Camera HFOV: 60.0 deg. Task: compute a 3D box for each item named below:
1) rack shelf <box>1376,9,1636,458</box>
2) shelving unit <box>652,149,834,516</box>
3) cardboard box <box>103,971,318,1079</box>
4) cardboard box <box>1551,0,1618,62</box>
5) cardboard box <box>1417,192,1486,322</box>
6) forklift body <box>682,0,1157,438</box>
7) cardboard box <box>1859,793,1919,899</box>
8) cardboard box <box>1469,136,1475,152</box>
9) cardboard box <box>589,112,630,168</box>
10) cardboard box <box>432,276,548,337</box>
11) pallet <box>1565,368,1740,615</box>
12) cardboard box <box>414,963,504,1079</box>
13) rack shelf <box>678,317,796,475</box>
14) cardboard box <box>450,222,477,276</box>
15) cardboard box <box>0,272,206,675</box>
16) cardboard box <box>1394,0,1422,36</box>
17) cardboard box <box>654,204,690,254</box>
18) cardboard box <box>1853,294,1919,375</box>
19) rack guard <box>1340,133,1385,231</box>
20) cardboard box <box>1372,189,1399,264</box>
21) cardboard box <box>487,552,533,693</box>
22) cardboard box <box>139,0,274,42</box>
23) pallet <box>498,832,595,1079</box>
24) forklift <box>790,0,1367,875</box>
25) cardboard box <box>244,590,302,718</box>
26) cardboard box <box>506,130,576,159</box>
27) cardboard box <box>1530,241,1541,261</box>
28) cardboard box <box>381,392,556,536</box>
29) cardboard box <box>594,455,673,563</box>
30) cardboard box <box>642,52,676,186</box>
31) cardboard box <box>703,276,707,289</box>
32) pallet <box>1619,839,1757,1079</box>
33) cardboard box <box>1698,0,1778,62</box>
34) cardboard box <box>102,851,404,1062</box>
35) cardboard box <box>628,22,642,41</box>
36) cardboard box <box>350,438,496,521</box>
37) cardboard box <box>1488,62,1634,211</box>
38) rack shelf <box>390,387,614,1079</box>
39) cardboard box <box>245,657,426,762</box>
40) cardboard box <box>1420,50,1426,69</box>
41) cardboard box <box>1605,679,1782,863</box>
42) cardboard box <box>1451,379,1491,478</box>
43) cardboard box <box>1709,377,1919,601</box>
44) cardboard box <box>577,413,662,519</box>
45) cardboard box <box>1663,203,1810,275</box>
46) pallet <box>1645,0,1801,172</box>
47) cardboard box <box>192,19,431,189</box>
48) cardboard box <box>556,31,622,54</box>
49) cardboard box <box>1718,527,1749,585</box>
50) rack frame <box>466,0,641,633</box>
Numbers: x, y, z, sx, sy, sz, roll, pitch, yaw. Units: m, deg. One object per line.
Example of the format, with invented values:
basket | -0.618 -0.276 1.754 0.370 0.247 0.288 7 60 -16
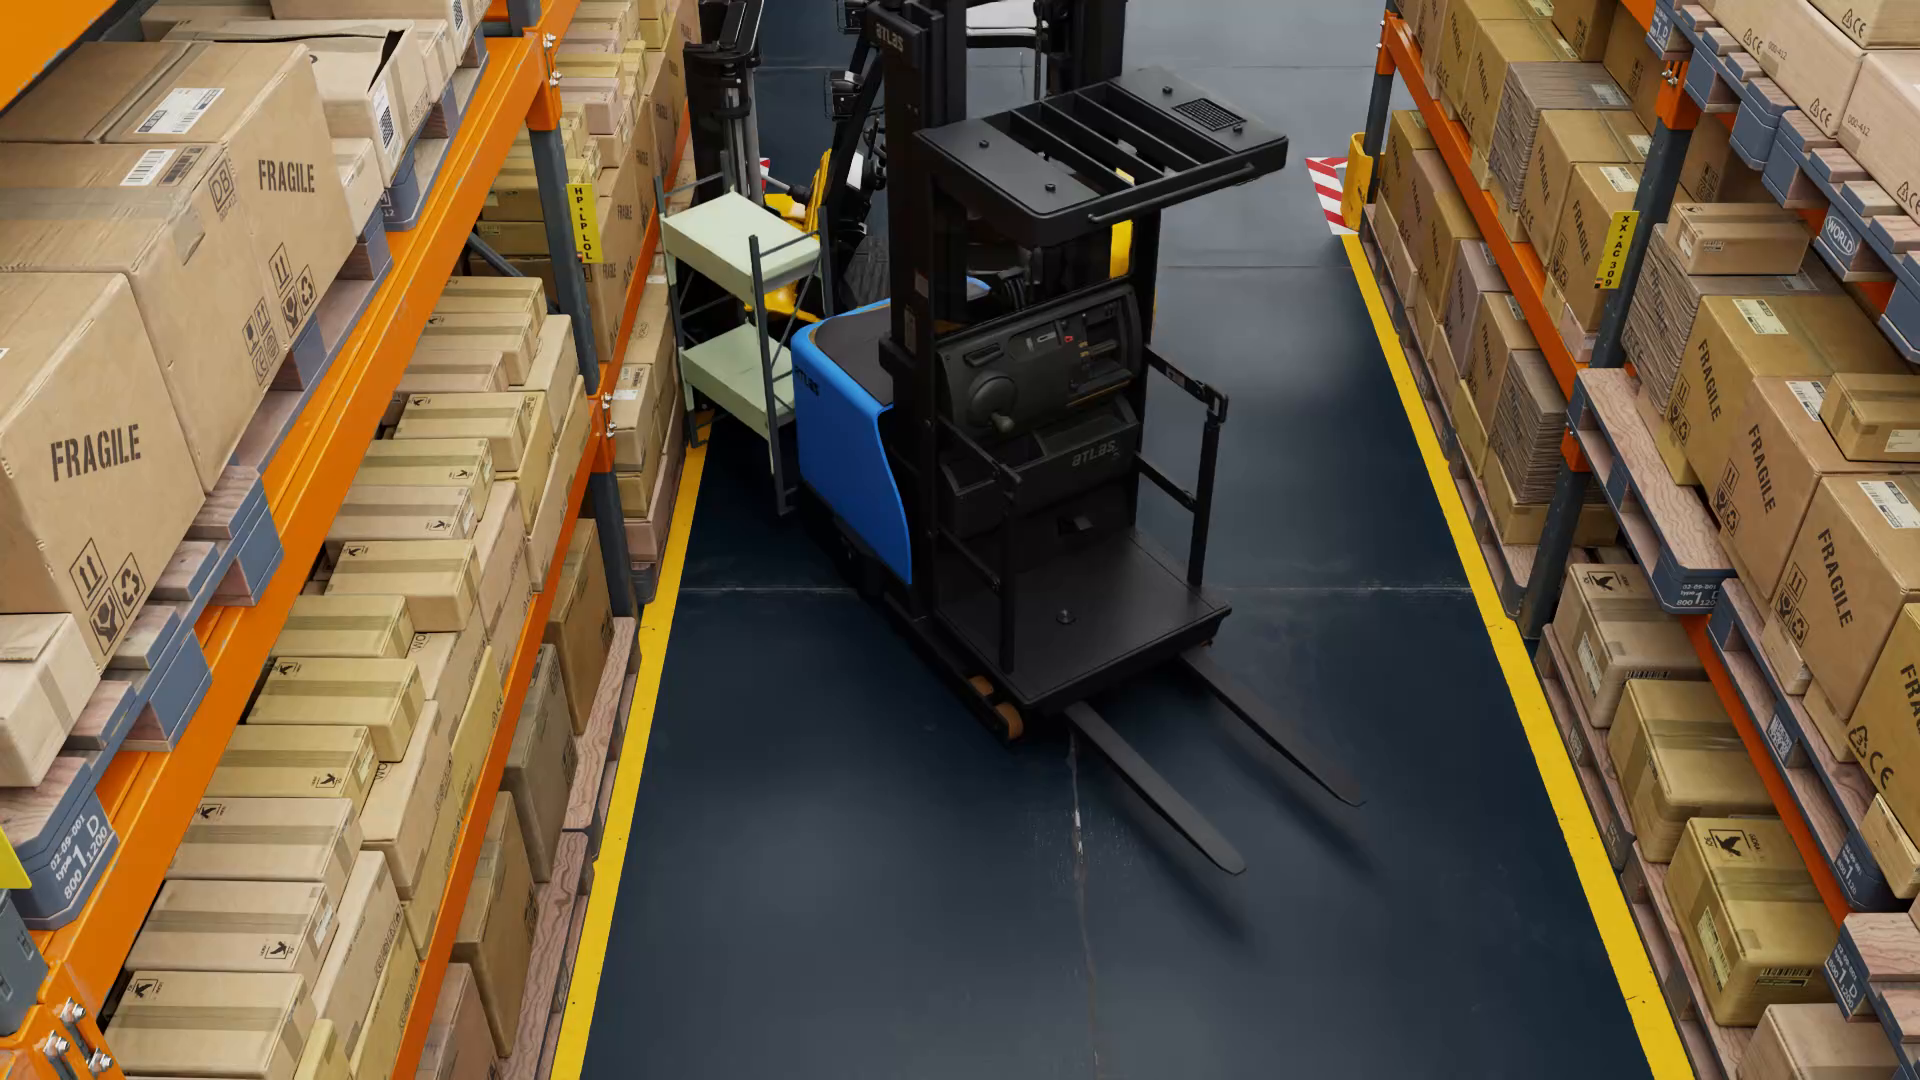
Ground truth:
rack shelf | 3.016 -1.728 8.329 1.077 0.370 4.000 0 39 0
shelving unit | -0.970 -0.956 7.807 0.431 1.500 0.755 -30 48 -30
cardboard box | -1.648 1.090 3.638 0.380 0.149 0.250 1 39 1
cardboard box | 3.191 -2.538 7.647 0.700 0.500 0.500 0 39 0
cardboard box | 2.736 -1.483 8.711 0.500 0.500 0.500 1 39 1
forklift body | -0.123 -1.738 8.444 2.313 2.155 1.214 0 39 0
cardboard box | 2.663 0.818 4.442 0.380 0.149 0.250 1 39 1
cardboard box | 2.760 -1.975 8.262 0.380 0.149 0.250 -1 39 -1
cardboard box | -1.638 -1.723 7.149 0.380 0.149 0.250 1 39 1
cardboard box | -1.723 -0.831 6.035 0.380 0.149 0.250 1 39 2
pallet | 2.874 -0.205 6.007 1.003 0.211 1.213 0 39 0
cardboard box | -1.936 1.713 5.022 0.875 0.625 0.625 1 39 1
rack shelf | -0.965 -0.705 8.015 0.431 0.370 0.720 -30 48 -30
cardboard box | -2.216 -1.072 6.855 0.500 0.500 0.500 0 39 0
cardboard box | -1.698 -0.117 2.848 0.500 0.500 0.500 0 39 0
cardboard box | 2.737 -3.118 9.170 0.500 0.500 0.500 -1 39 -1
cardboard box | -1.627 -1.495 8.526 0.500 0.250 0.500 -1 39 -1
cardboard box | 3.251 -0.479 5.540 0.500 0.500 0.500 0 39 0
rack guard | 3.014 -2.237 10.387 1.175 0.500 0.348 0 39 0
cardboard box | 2.738 -1.846 9.763 0.500 0.250 0.500 0 39 0
cardboard box | -1.707 0.246 5.410 0.500 0.250 0.500 0 39 0
cardboard box | -2.140 -1.497 4.851 0.380 0.149 0.250 0 39 0
pallet | -1.901 1.561 5.878 1.003 0.211 1.213 0 39 0
forklift | 0.453 -0.644 6.455 1.130 2.935 3.031 -22 44 -26
cardboard box | -2.212 0.384 4.838 0.500 0.250 0.500 -1 39 -1
cardboard box | -1.757 -1.524 6.662 0.380 0.149 0.250 1 39 1
cardboard box | 2.798 -1.336 7.465 0.380 0.149 0.250 -1 39 -1
cardboard box | -1.681 -0.260 5.642 0.500 0.250 0.500 -1 39 -1
cardboard box | -1.614 -0.146 7.642 0.500 0.250 0.500 0 39 0
cardboard box | -1.683 -2.026 8.045 0.500 0.500 0.500 0 39 0
cardboard box | -1.625 -1.599 9.056 0.500 0.250 0.500 -1 39 -1
pallet | 3.025 1.582 5.853 1.003 0.211 1.213 0 39 0
cardboard box | 2.618 -1.669 5.064 0.500 0.250 0.500 -1 39 -1
cardboard box | -1.696 1.022 4.042 0.500 0.250 0.500 1 39 1
cardboard box | -1.733 -2.371 7.957 0.380 0.149 0.250 0 39 0
cardboard box | -1.686 -0.188 5.233 0.380 0.149 0.250 -1 39 -1
cardboard box | 2.757 -1.837 7.572 0.500 0.500 0.500 1 39 1
rack shelf | -1.943 0.779 5.200 1.077 0.370 4.000 0 39 0
cardboard box | -1.658 0.450 4.436 0.380 0.149 0.250 1 39 1
cardboard box | 2.741 -2.625 9.074 0.380 0.149 0.250 -1 39 -1
cardboard box | 3.026 0.881 6.263 0.950 0.372 0.625 2 39 3
cardboard box | 2.739 -0.552 8.148 0.500 0.250 0.500 -1 39 -1
cardboard box | 2.720 -0.161 5.145 0.500 0.500 0.500 0 39 0
cardboard box | -1.637 -0.341 7.486 0.500 0.250 0.500 0 39 0
cardboard box | 2.666 -1.036 5.717 0.380 0.149 0.250 0 39 0
pallet | 2.913 -1.469 5.182 1.213 0.211 1.003 0 39 0
cardboard box | -1.700 -1.159 4.299 0.500 0.311 0.500 -1 39 -2
cardboard box | -1.729 -2.166 7.463 0.380 0.149 0.250 0 39 0
cardboard box | 2.730 0.016 5.442 0.380 0.149 0.250 1 39 1
rack frame | -1.945 -0.752 6.536 1.000 3.000 0.127 0 39 0
